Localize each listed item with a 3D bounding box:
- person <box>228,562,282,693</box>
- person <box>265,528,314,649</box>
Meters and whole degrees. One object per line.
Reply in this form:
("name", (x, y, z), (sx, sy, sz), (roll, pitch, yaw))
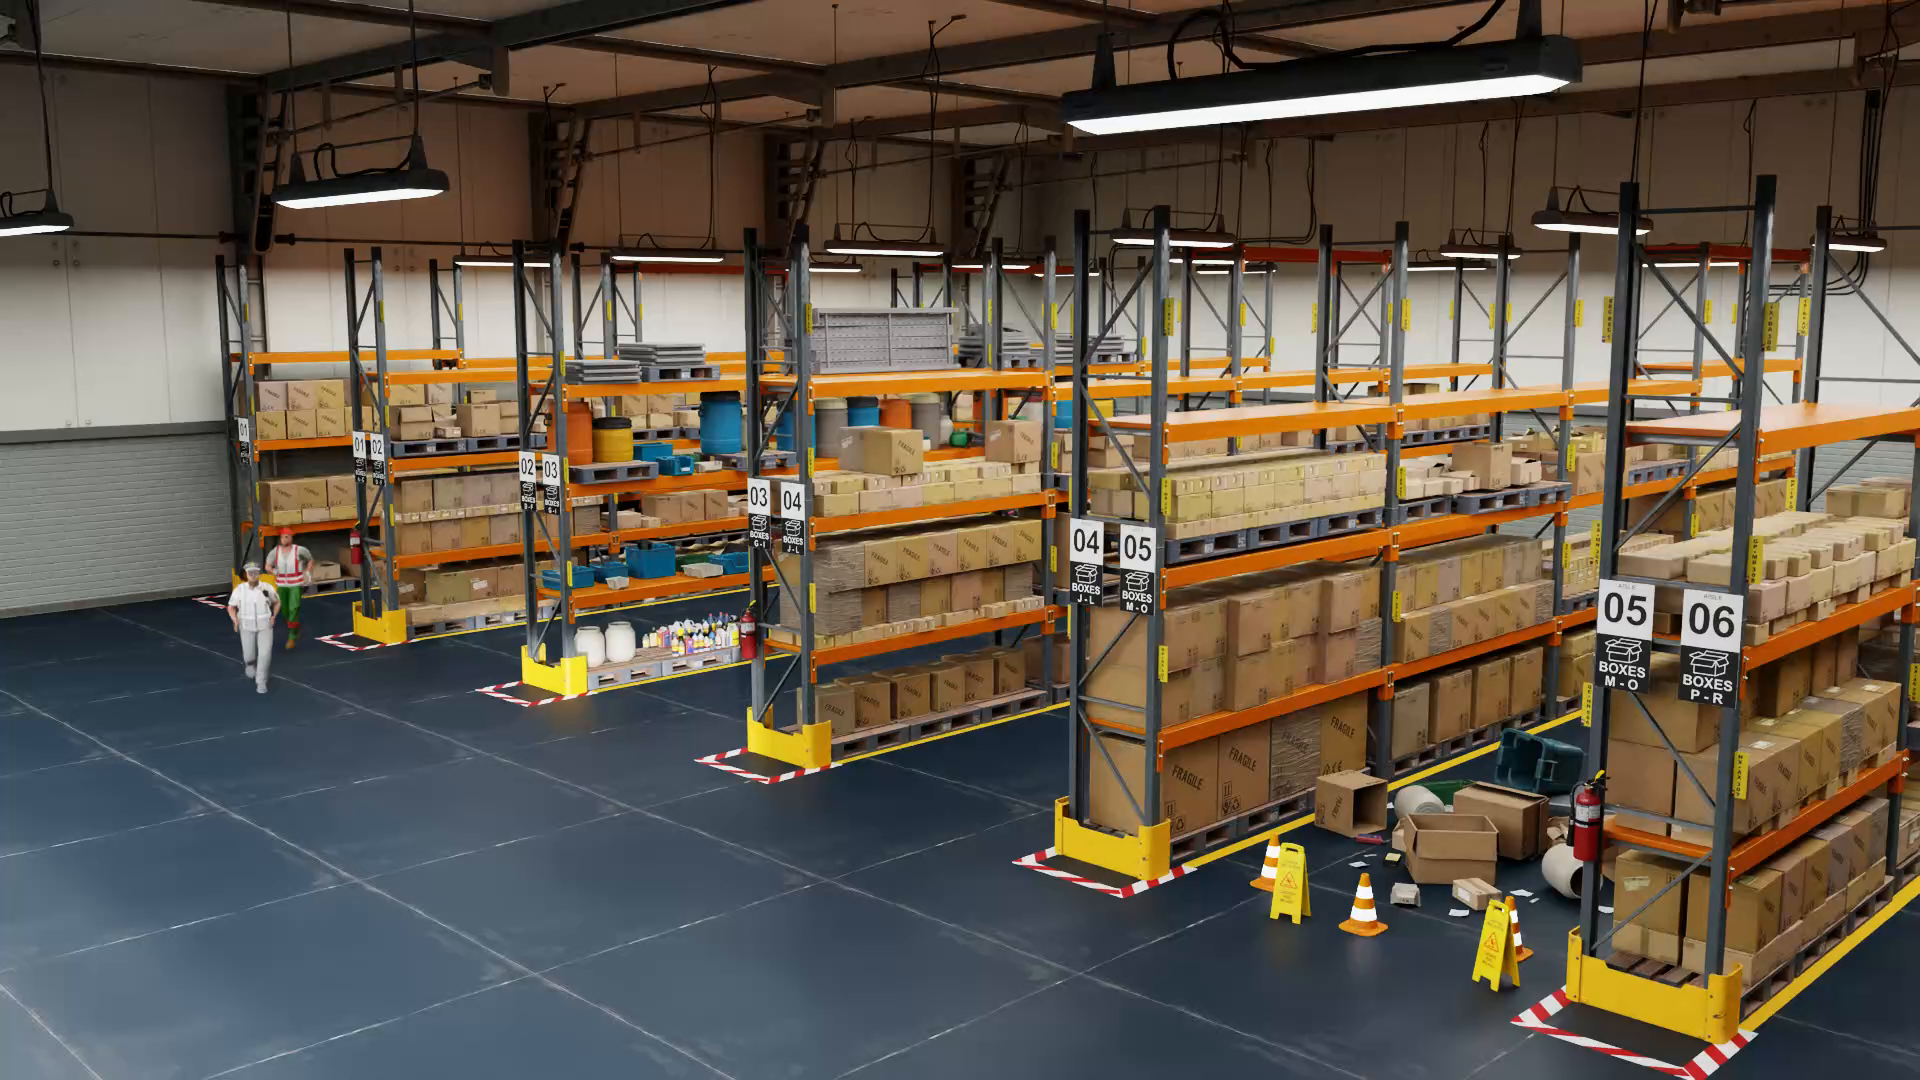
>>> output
("person", (-9.471, 1.153, 22.383), (0.669, 1.748, 0.644), (-4, 9, -26))
("person", (-10.145, 0.695, 25.130), (0.663, 1.781, 0.897), (-1, 8, -5))
